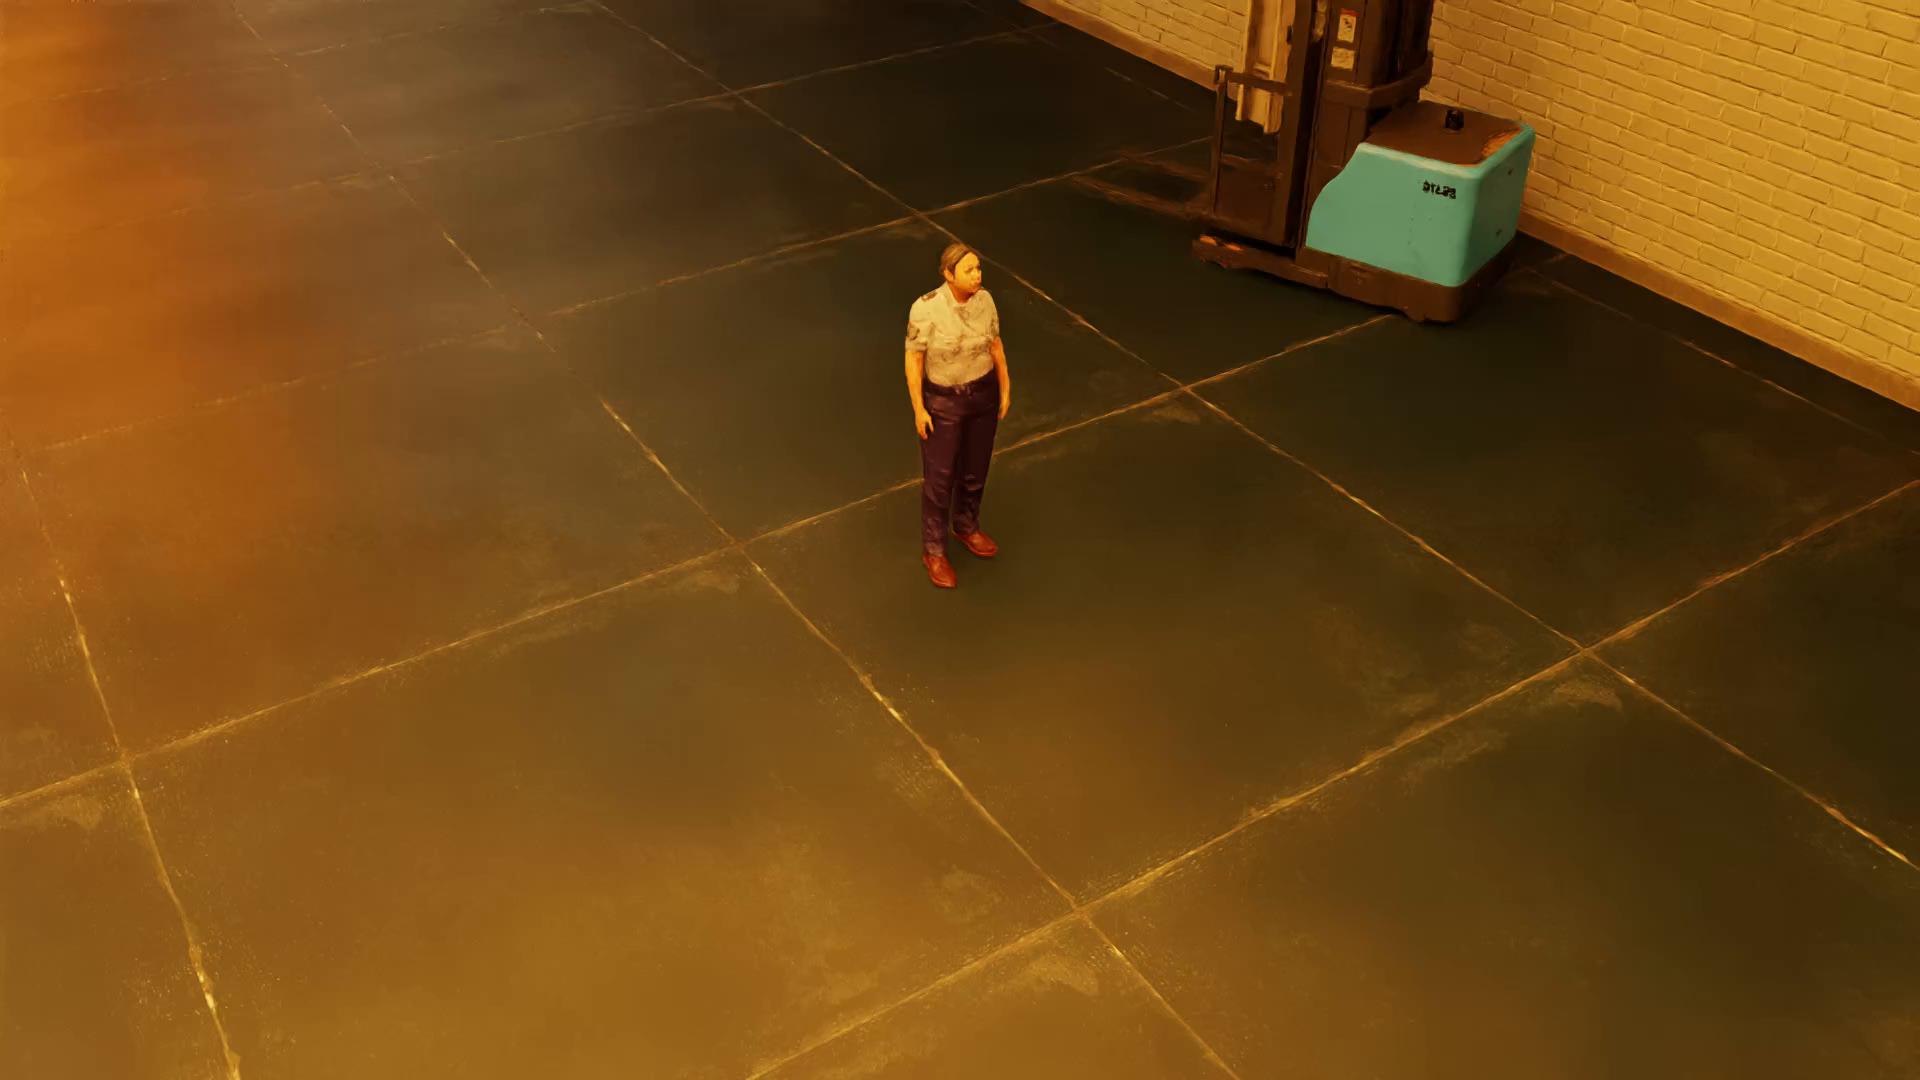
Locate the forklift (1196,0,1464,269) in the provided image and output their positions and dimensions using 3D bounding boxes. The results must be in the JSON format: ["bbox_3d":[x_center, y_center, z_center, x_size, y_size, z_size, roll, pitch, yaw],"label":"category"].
[{"bbox_3d":[2.209,-3.265,10.795,3.031,2.935,1.121,23,41,29],"label":"forklift"}]

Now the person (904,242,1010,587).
[{"bbox_3d":[0.030,-0.629,8.148,0.599,1.650,0.502,-21,40,-27],"label":"person"}]
